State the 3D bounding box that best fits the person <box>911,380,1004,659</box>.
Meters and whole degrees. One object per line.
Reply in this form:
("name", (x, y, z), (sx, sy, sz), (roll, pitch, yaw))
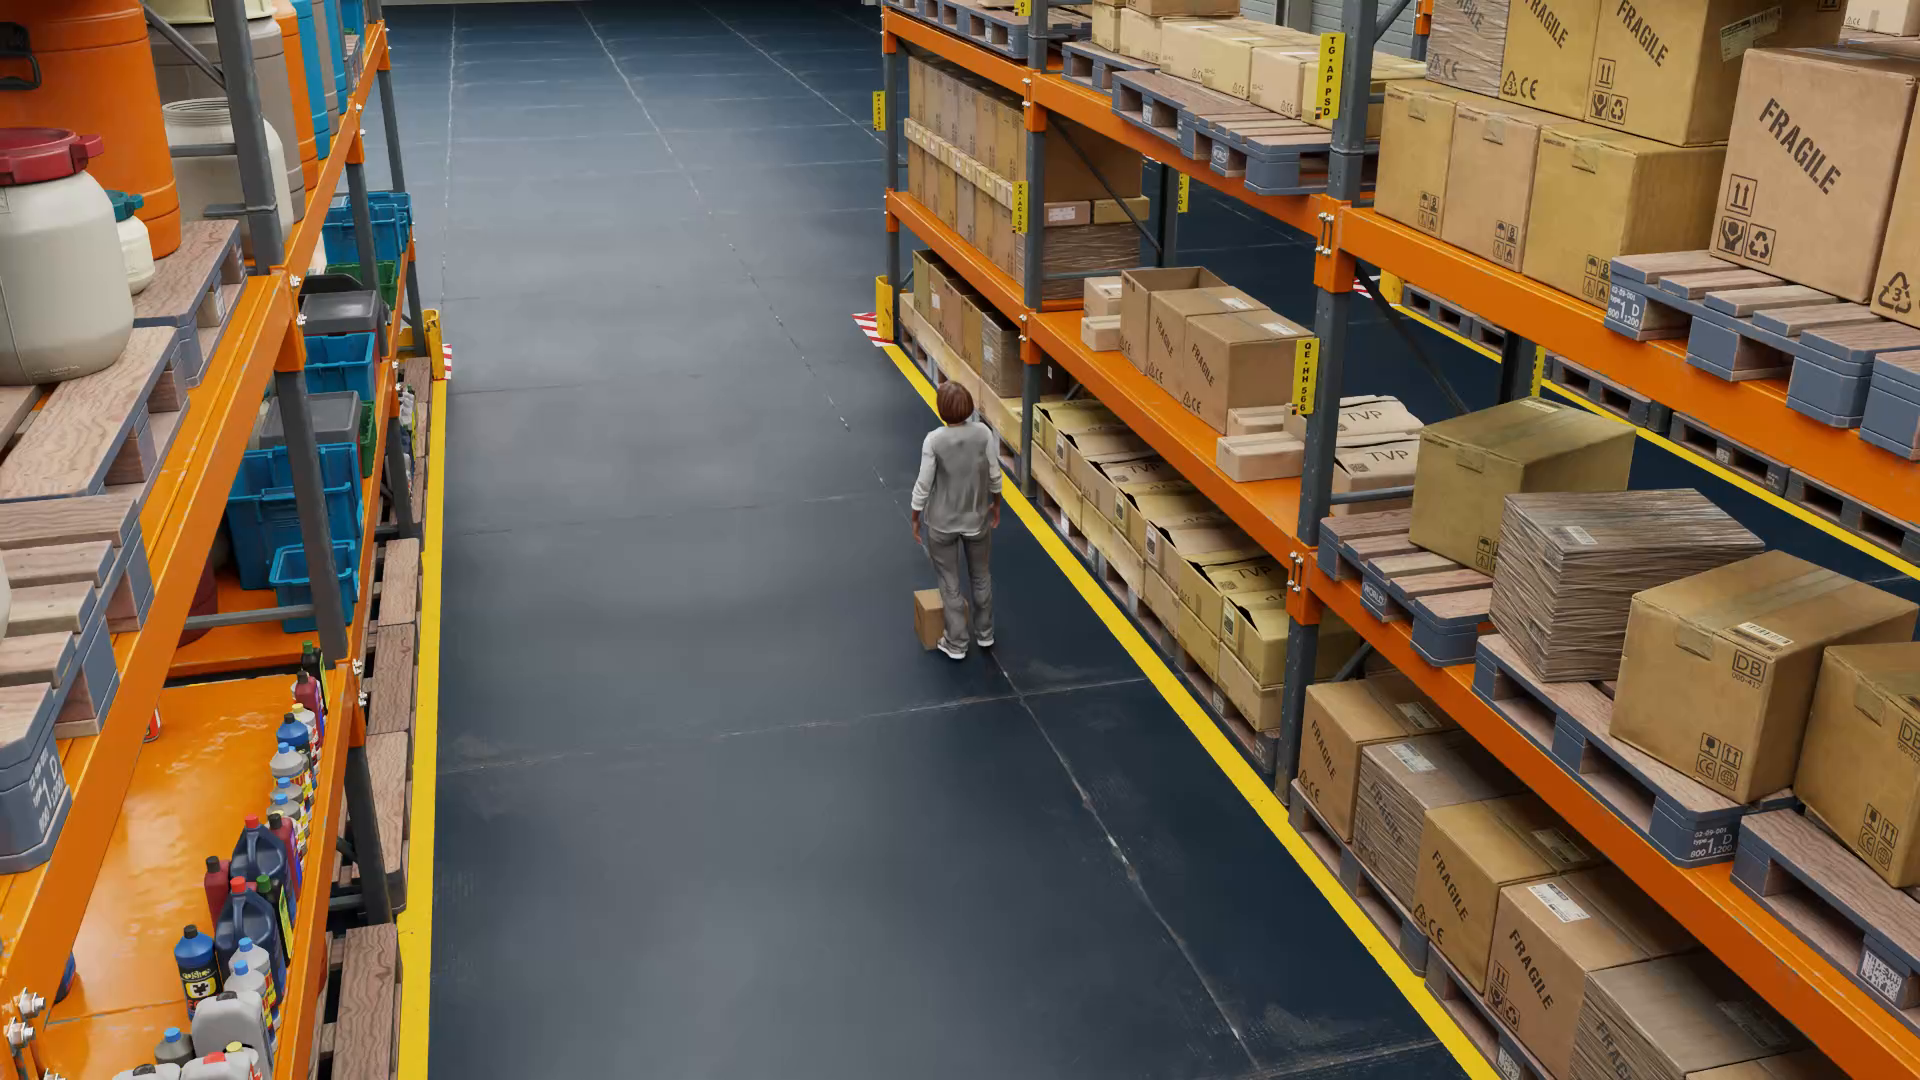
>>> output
("person", (-0.023, -0.122, 8.871), (0.520, 1.596, 0.475), (-6, 24, -14))
